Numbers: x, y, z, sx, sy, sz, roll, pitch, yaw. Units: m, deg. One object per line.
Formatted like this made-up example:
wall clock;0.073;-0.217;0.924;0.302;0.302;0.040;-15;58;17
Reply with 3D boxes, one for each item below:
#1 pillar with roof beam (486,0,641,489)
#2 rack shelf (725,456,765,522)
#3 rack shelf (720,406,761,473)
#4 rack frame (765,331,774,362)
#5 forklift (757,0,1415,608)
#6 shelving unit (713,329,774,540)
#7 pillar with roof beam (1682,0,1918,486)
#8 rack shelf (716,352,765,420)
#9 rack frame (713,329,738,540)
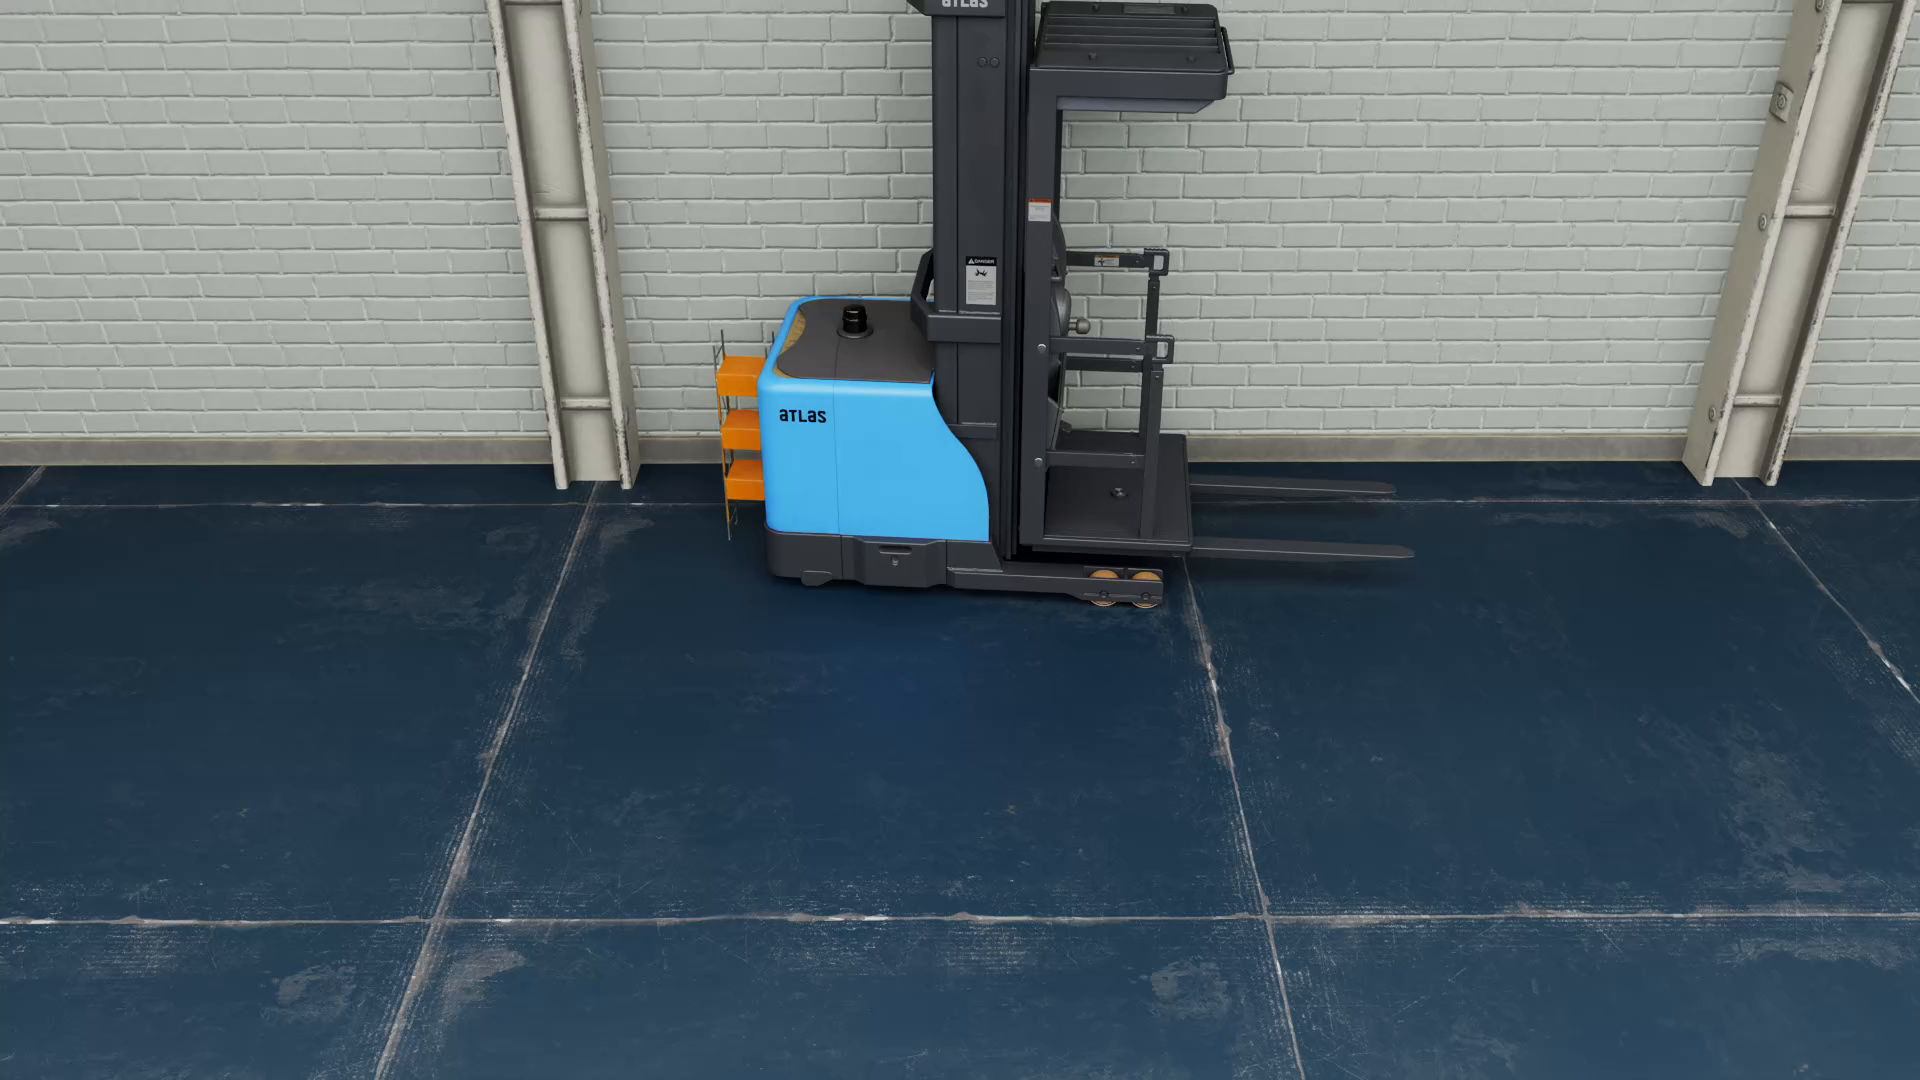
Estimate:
pillar with roof beam;-1.887;-1.962;2.809;0.400;9.000;9.100;0;31;0
rack shelf;-1.013;-0.246;8.200;0.240;0.259;0.215;3;31;4
rack shelf;-1.013;-0.484;8.056;0.240;0.259;0.215;3;31;4
rack frame;-0.891;-0.488;8.042;0.008;1.050;0.200;3;31;4
forklift;0.626;-1.225;7.443;3.031;2.935;1.130;3;31;4
shelving unit;-1.013;-0.493;8.051;0.252;1.050;0.215;3;31;4
pillar with roof beam;4.112;-1.981;2.839;0.400;9.000;9.100;0;31;0
rack shelf;-1.013;-0.727;7.909;0.240;0.259;0.215;3;31;4
rack frame;-1.134;-0.499;8.060;0.008;1.050;0.200;3;31;4
